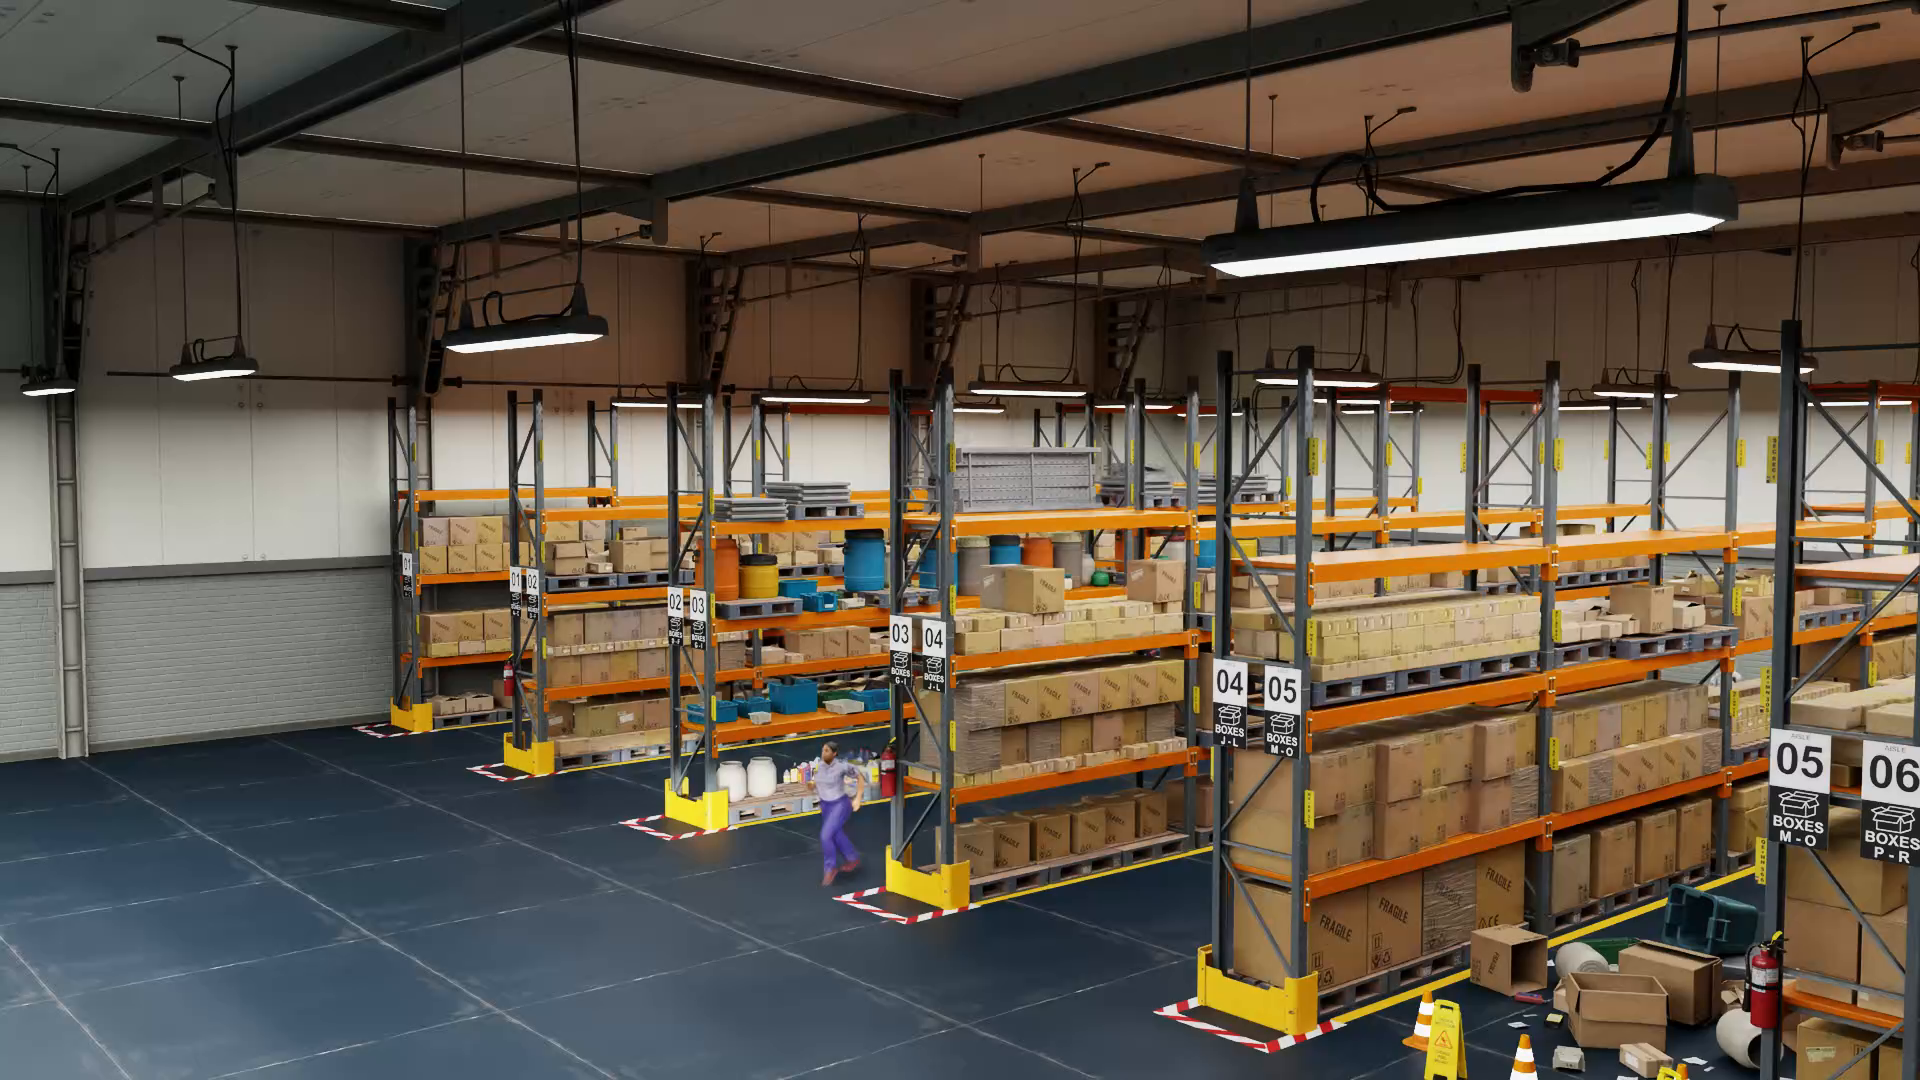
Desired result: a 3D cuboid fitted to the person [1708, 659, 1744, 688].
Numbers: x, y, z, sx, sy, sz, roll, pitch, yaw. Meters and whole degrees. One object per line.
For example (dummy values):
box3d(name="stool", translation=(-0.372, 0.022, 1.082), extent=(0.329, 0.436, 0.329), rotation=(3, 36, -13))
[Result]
box3d(name="person", translation=(12.876, 2.738, 27.860), extent=(0.663, 1.608, 0.567), rotation=(1, 4, 20))

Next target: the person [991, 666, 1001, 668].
box3d(name="person", translation=(0.560, 2.661, 28.251), extent=(0.624, 1.780, 0.752), rotation=(3, 5, 43))

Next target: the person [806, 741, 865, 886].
box3d(name="person", translation=(-1.461, 3.210, 19.715), extent=(0.795, 1.683, 0.624), rotation=(-3, 5, -44))
